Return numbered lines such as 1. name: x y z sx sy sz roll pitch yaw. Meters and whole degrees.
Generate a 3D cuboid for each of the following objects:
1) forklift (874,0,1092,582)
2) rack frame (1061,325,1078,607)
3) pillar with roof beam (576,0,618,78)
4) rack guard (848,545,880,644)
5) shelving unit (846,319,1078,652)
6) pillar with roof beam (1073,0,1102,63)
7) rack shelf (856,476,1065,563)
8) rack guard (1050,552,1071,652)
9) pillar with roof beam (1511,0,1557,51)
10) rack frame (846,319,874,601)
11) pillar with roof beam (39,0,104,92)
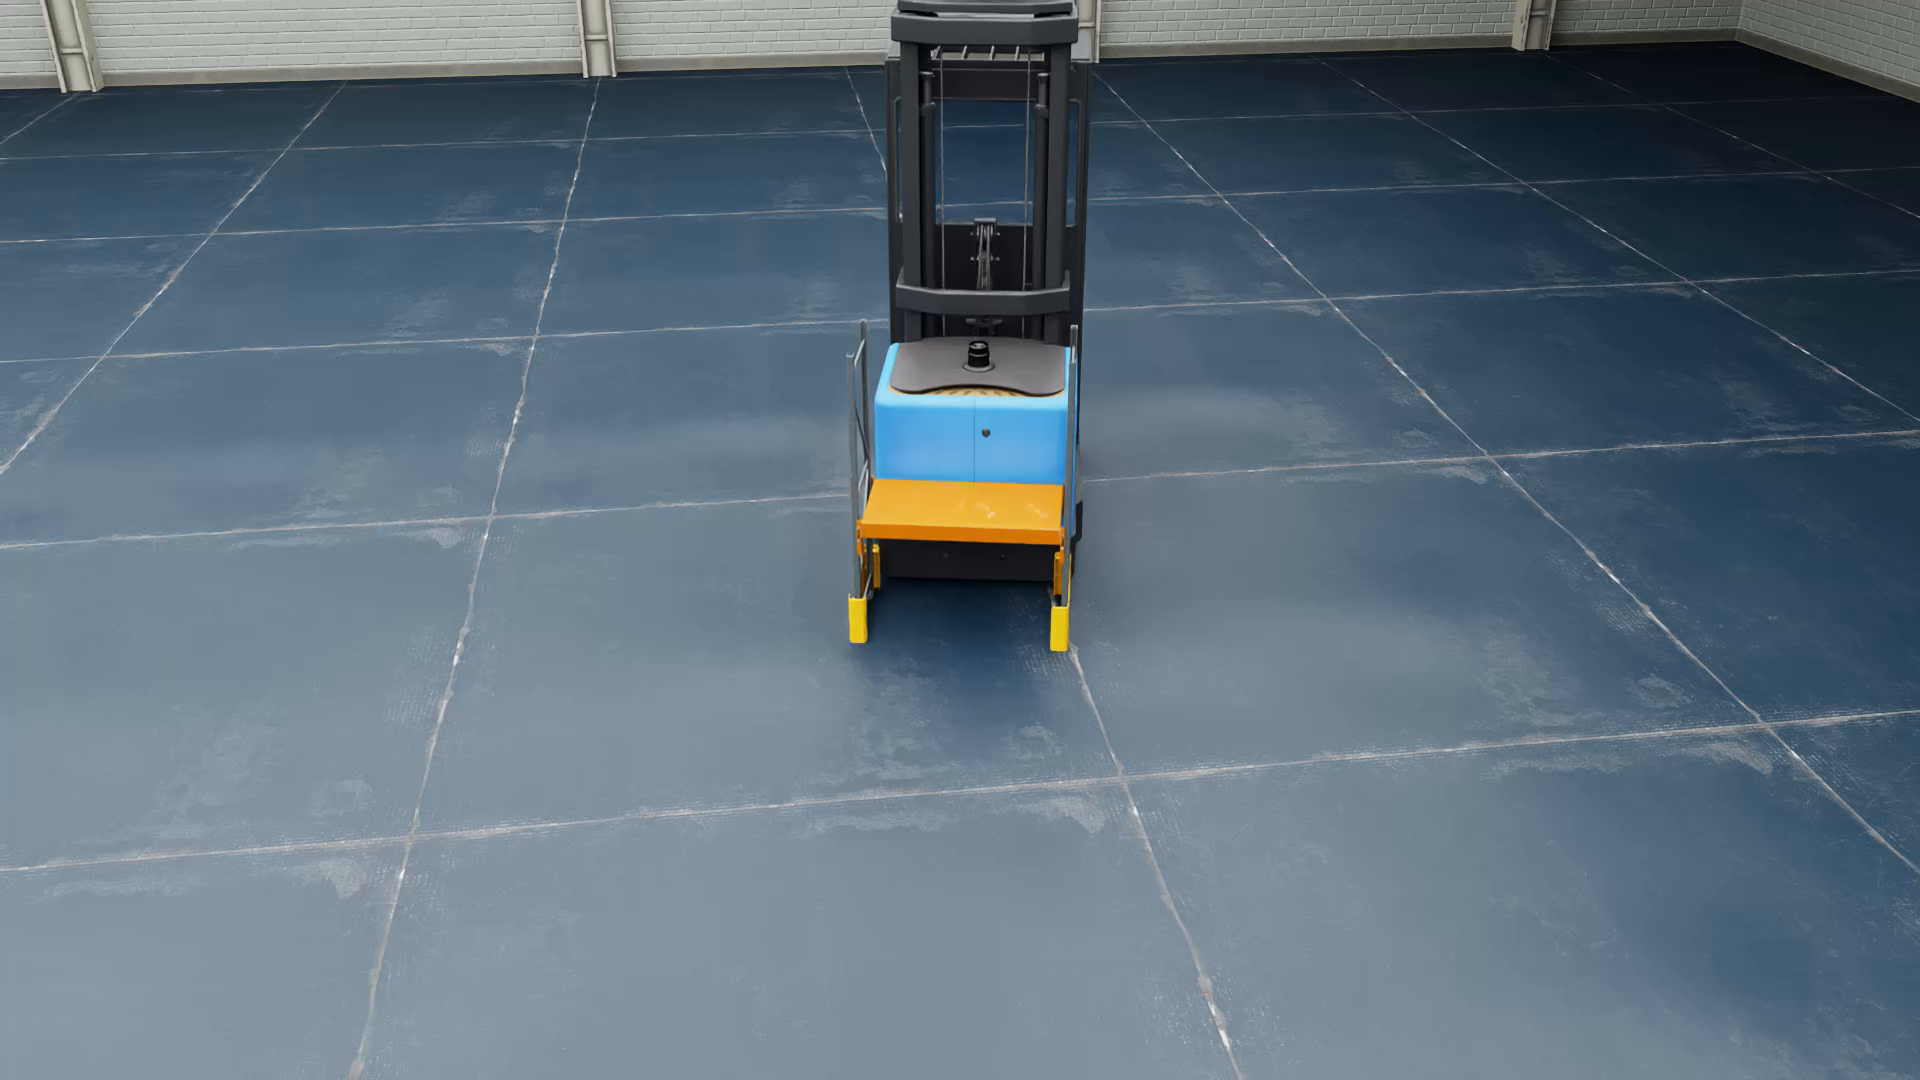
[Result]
1. forklift: 0.164 -1.724 9.400 1.130 2.935 3.031 2 27 3
2. rack frame: 0.528 -0.249 8.093 0.032 1.500 0.500 2 27 4
3. pillar with roof beam: -3.799 -7.758 14.512 0.400 9.000 9.100 -4 27 -7
4. rack guard: -0.484 0.270 8.451 0.087 0.250 0.587 2 27 4
5. shelving unit: 0.013 -0.268 8.130 1.083 1.500 0.587 2 27 4
6. pillar with roof beam: 2.142 -8.140 15.256 0.400 9.000 9.100 -4 27 -7
7. rack shelf: 0.022 -0.108 8.211 1.000 0.185 0.538 2 27 4
8. rack guard: 0.509 0.306 8.380 0.087 0.250 0.587 2 27 4
9. pillar with roof beam: 8.084 -8.521 16.000 0.400 9.000 9.100 -4 27 -7
10. rack frame: -0.485 -0.287 8.166 0.032 1.500 0.500 2 27 4
11. pillar with roof beam: -9.741 -7.376 13.769 0.400 9.000 9.100 -4 27 -7
